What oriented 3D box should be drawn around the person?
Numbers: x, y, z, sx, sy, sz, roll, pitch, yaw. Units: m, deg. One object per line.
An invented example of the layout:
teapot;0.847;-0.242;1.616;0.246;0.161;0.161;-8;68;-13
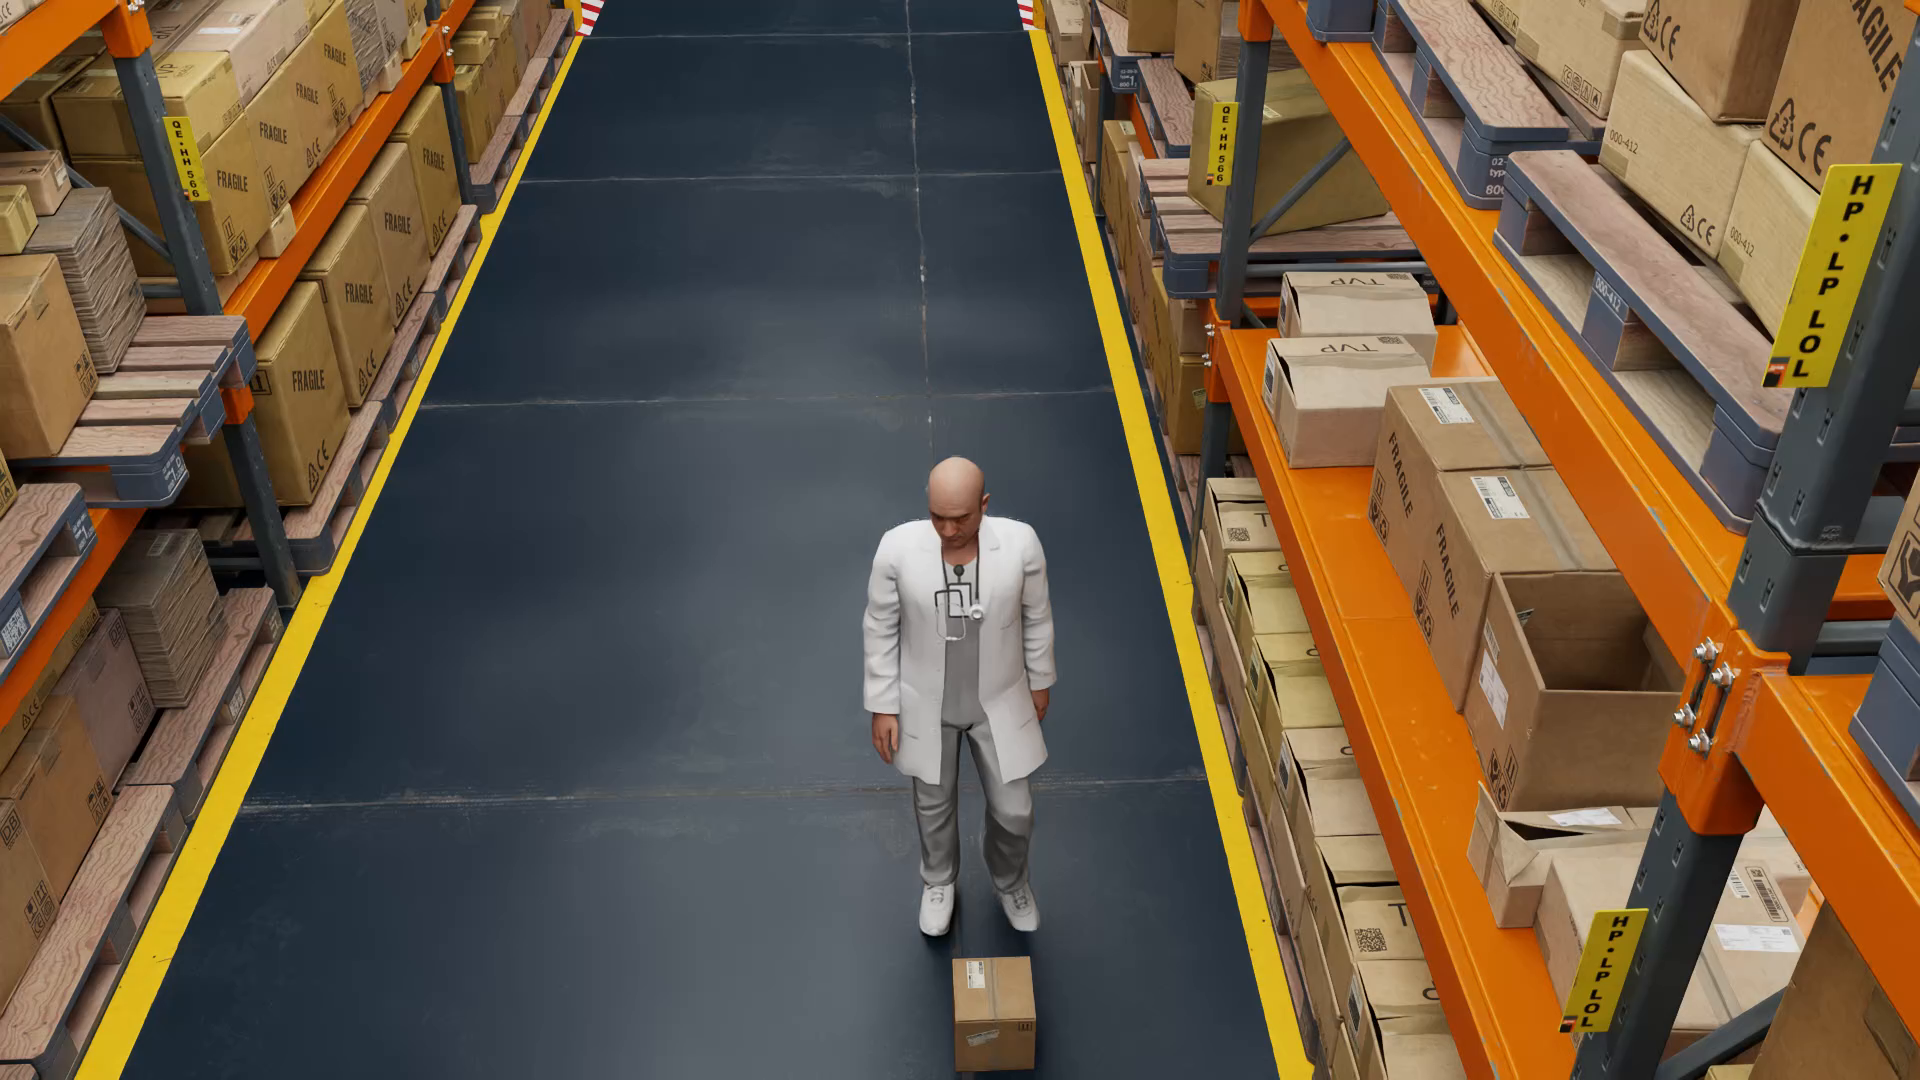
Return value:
person;0.004;0.564;5.358;0.625;1.847;0.413;0;35;0
